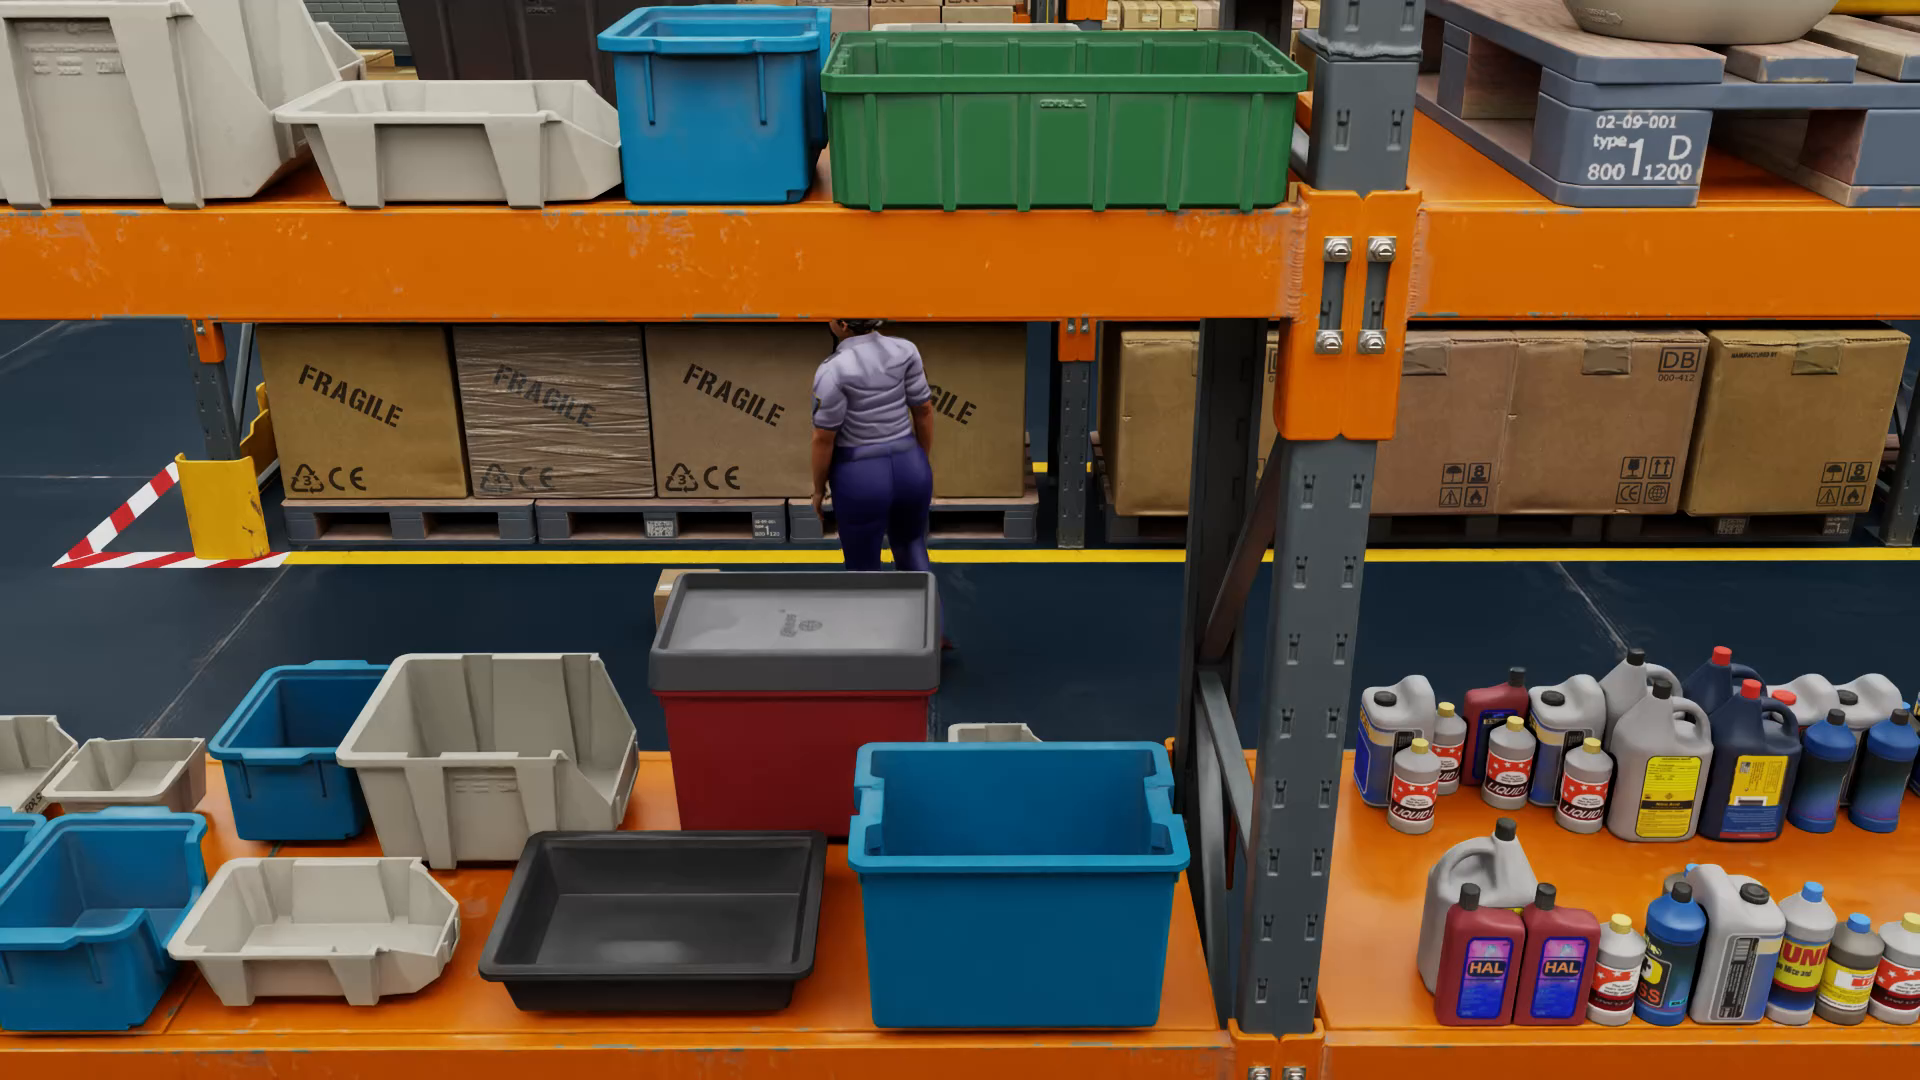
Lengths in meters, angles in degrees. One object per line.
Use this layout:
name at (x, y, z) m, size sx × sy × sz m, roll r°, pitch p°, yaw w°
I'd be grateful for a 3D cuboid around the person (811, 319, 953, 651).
person at (-0.304, -0.221, 6.576) m, size 0.572 × 1.641 × 0.404 m, roll -13°, pitch 27°, yaw -27°
